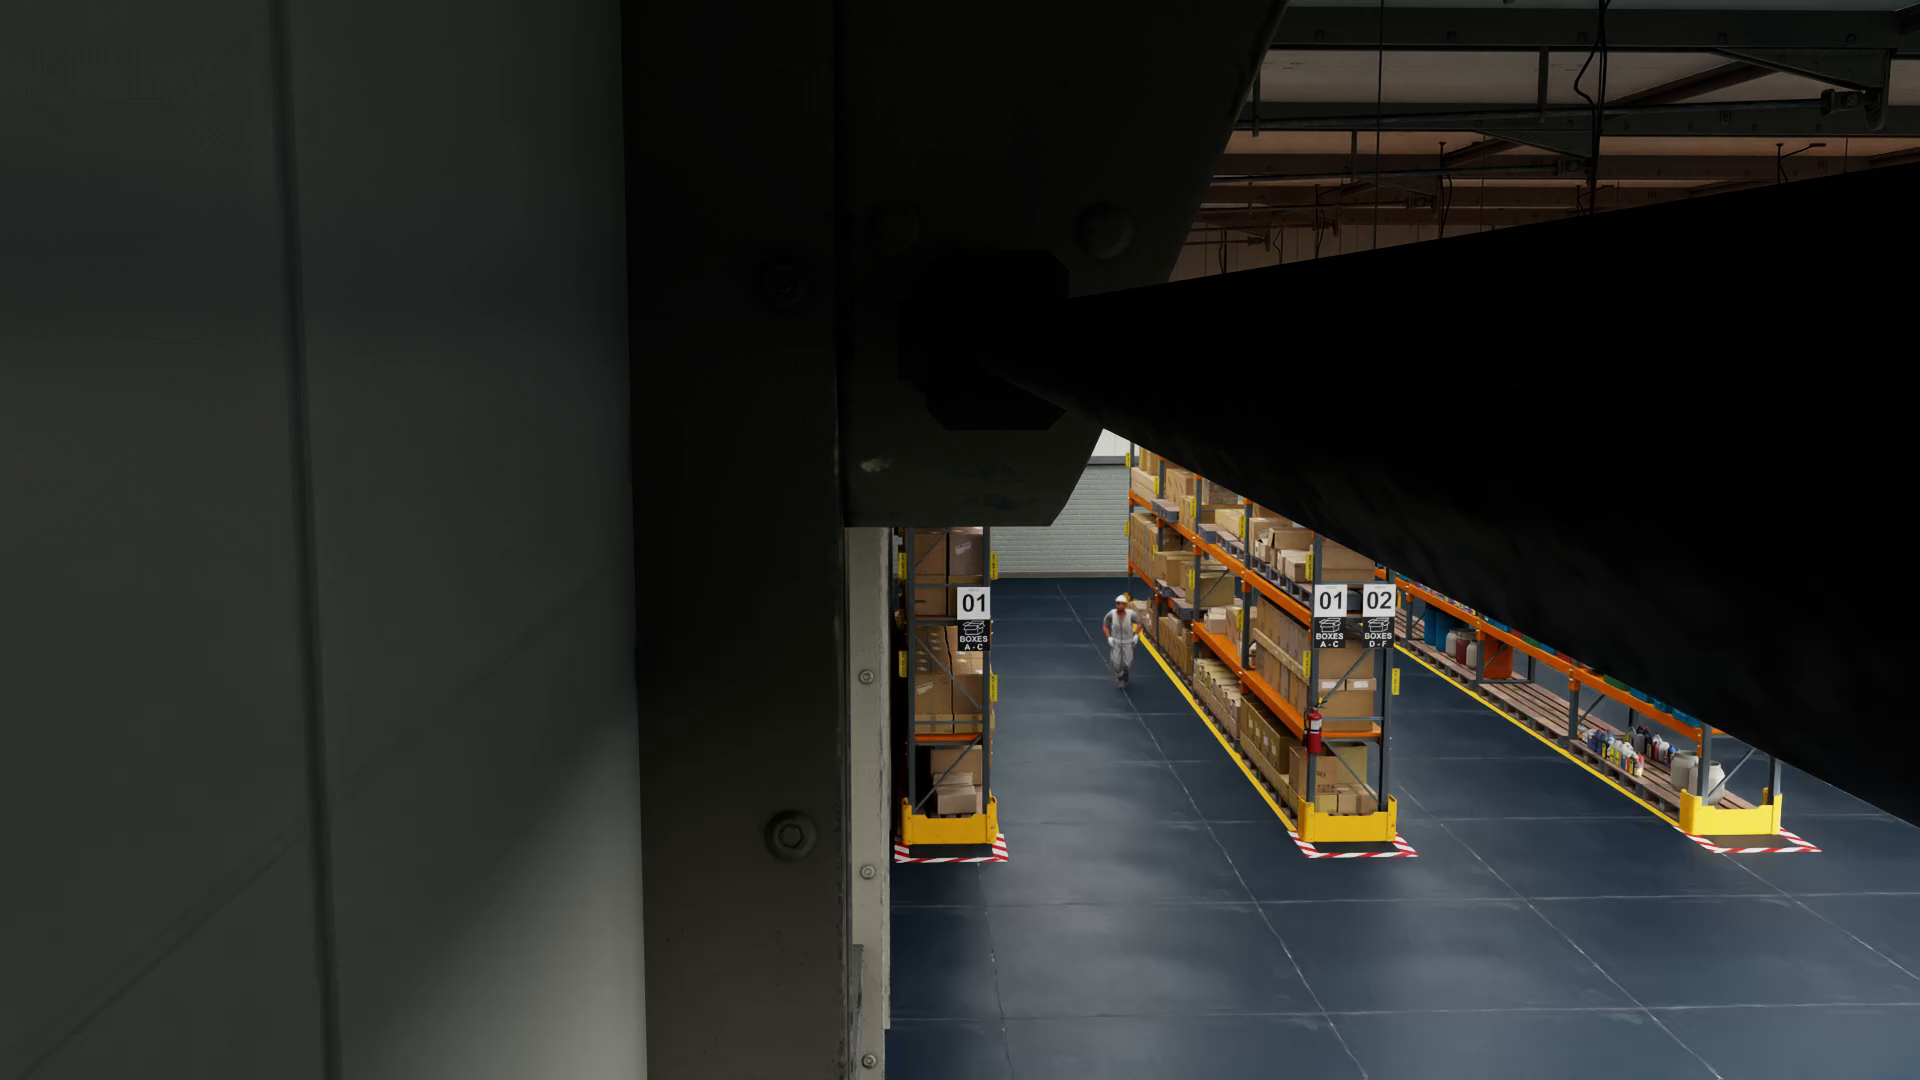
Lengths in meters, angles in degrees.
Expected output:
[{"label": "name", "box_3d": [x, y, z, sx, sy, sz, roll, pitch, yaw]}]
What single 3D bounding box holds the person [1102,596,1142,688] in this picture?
[{"label": "person", "box_3d": [2.836, 1.782, 29.075, 0.693, 1.689, 0.616, 1, 7, 6]}]
